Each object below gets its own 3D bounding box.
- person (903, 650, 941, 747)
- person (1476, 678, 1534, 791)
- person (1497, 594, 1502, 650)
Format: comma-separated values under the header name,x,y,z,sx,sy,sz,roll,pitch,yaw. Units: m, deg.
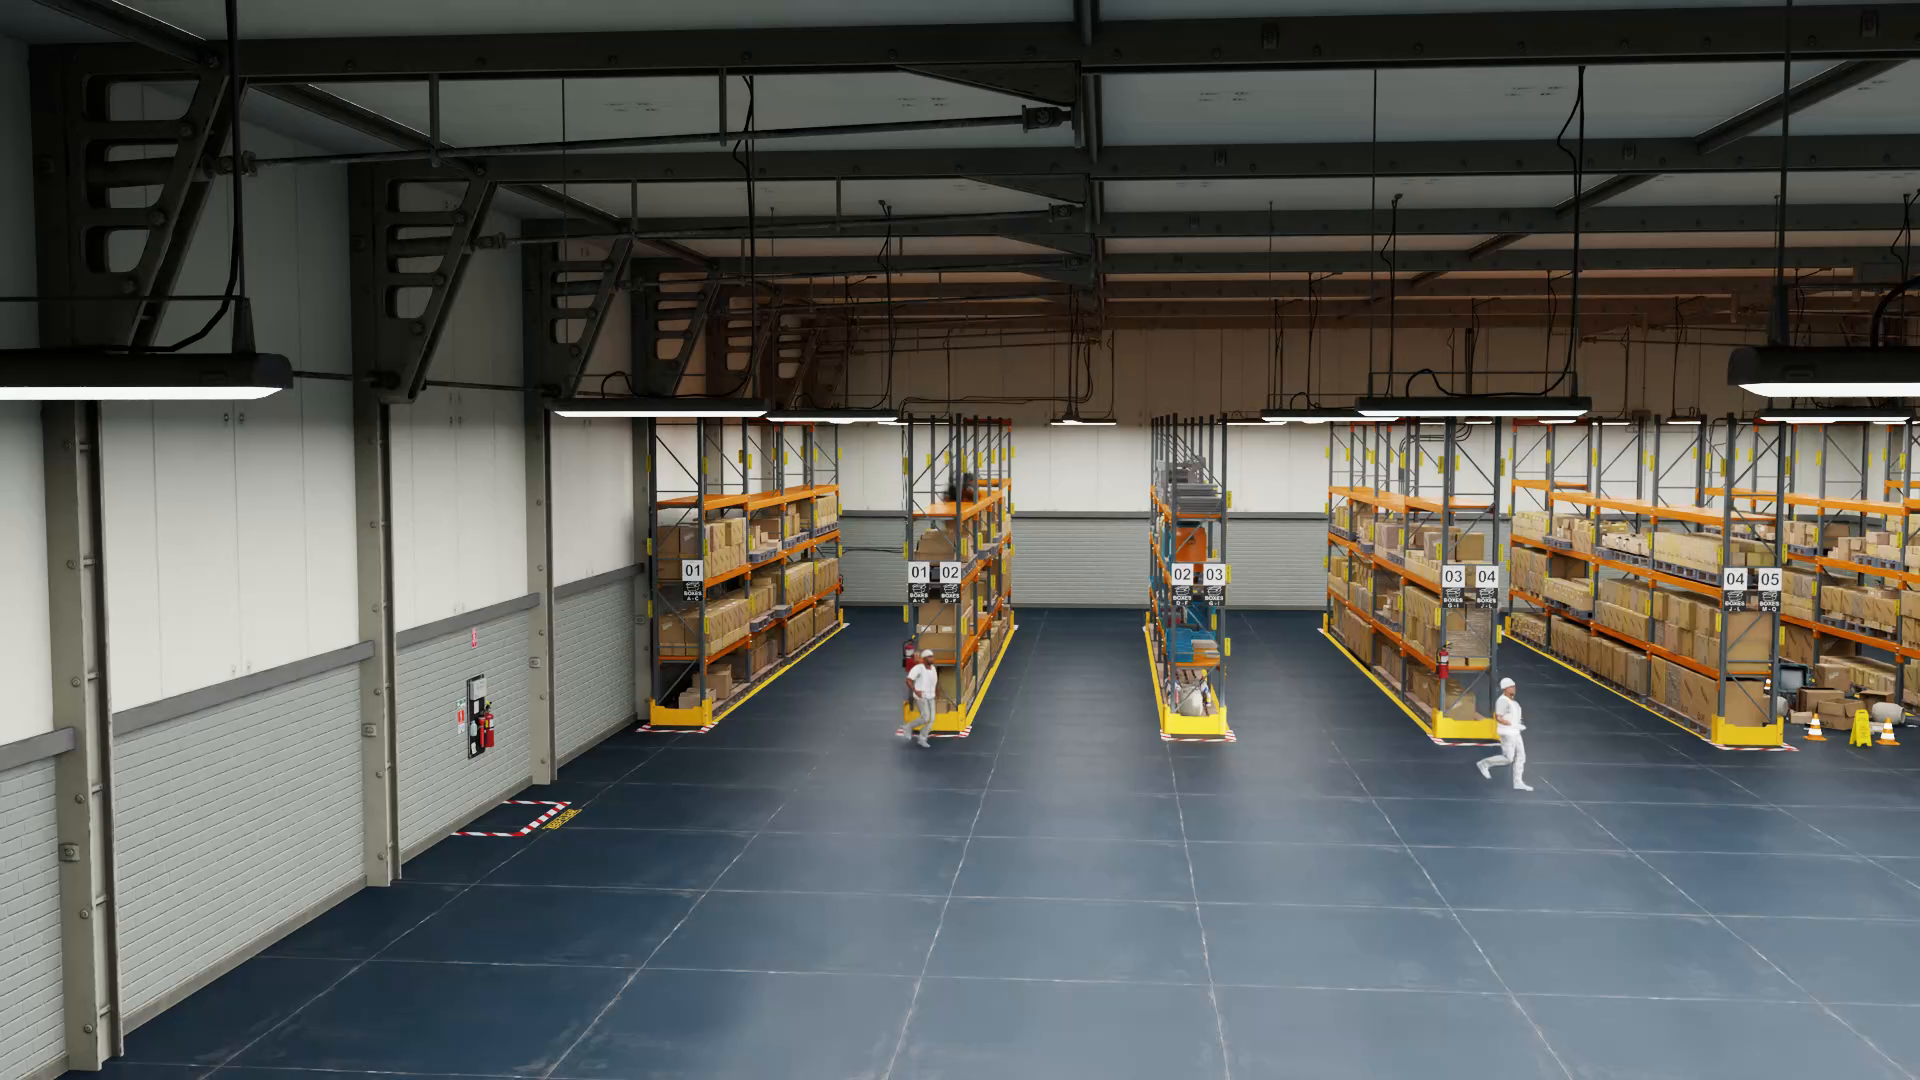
name,x,y,z,sx,sy,sz,roll,pitch,yaw
person,-0.656,2.850,30.120,0.586,1.744,0.727,3,5,41
person,8.670,3.067,26.375,0.878,1.766,0.681,3,5,35
person,13.733,1.951,43.039,0.657,1.799,0.718,1,4,8
